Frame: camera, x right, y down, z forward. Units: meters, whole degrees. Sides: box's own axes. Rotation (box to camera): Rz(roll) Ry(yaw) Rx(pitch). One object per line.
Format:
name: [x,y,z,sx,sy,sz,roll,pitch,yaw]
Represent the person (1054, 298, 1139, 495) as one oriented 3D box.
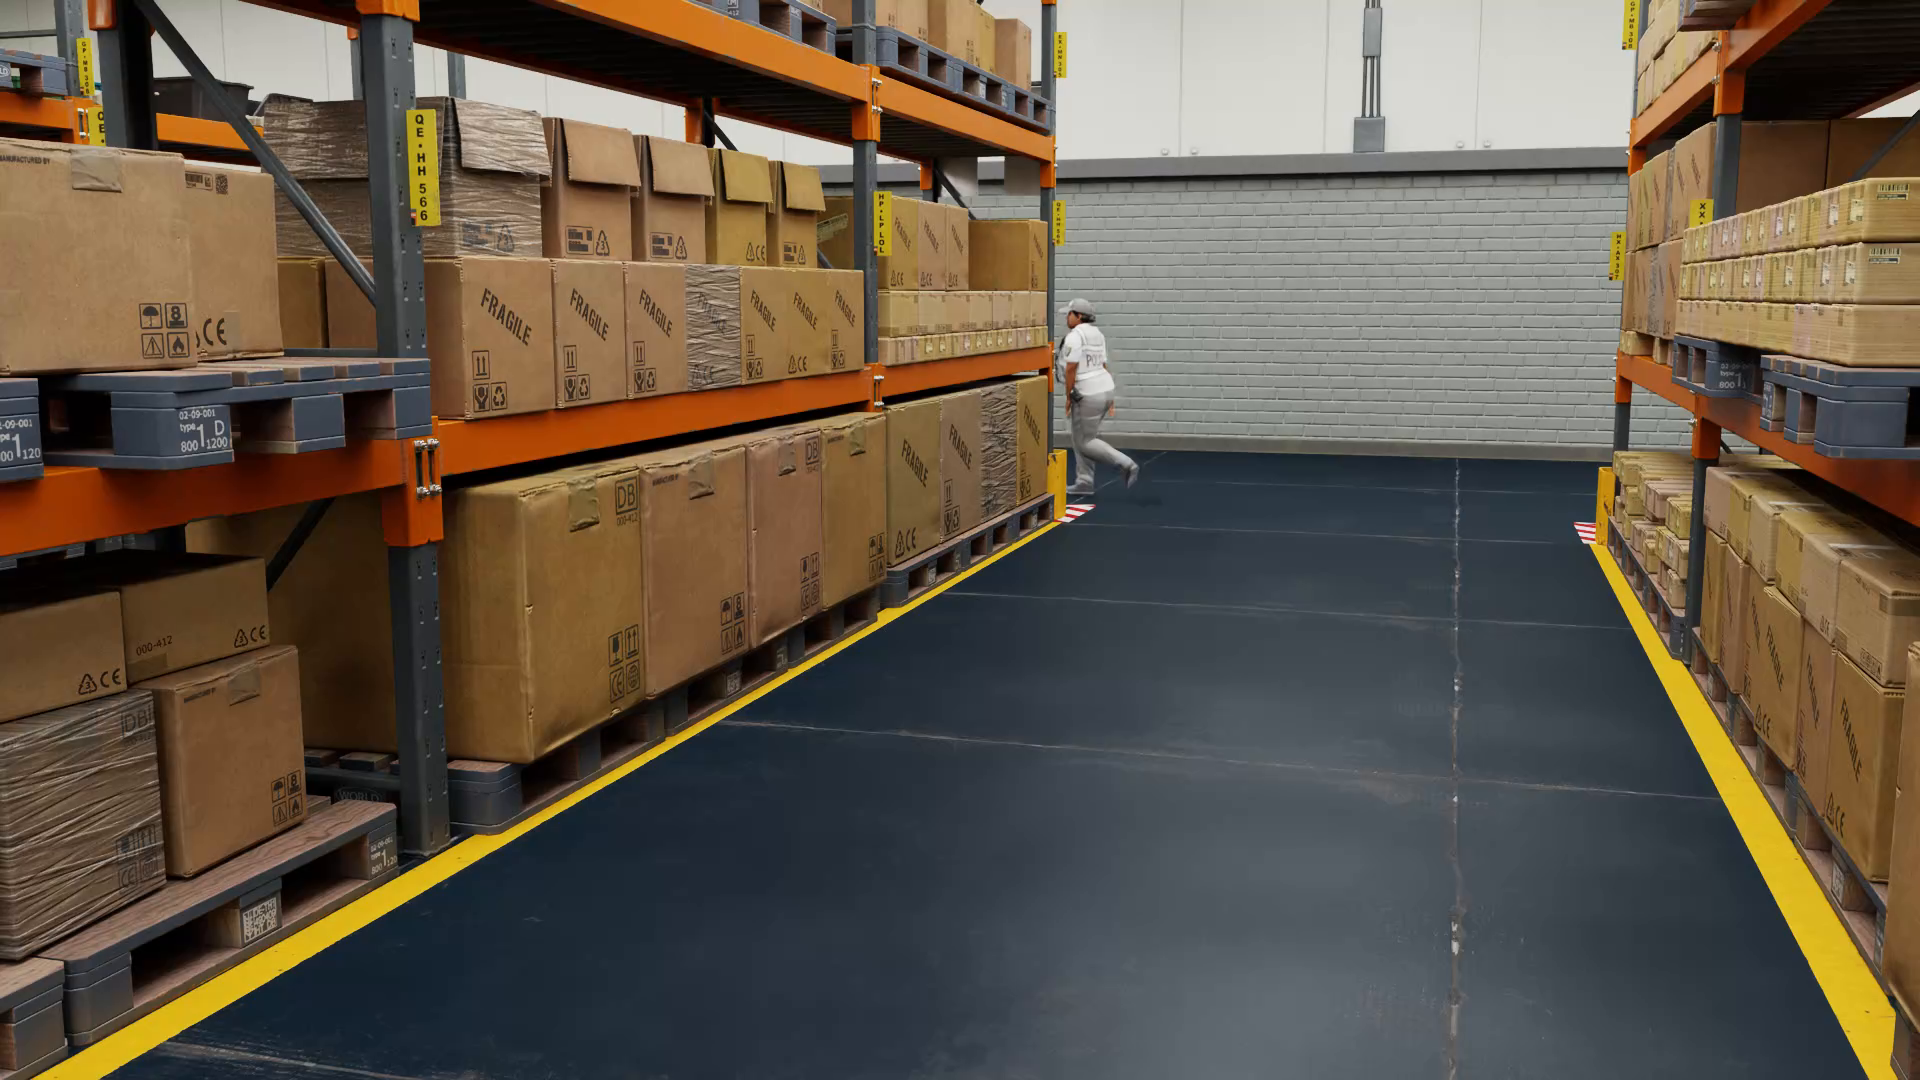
person: [1.112,-1.160,13.622,0.750,1.624,0.501,6,10,33]
